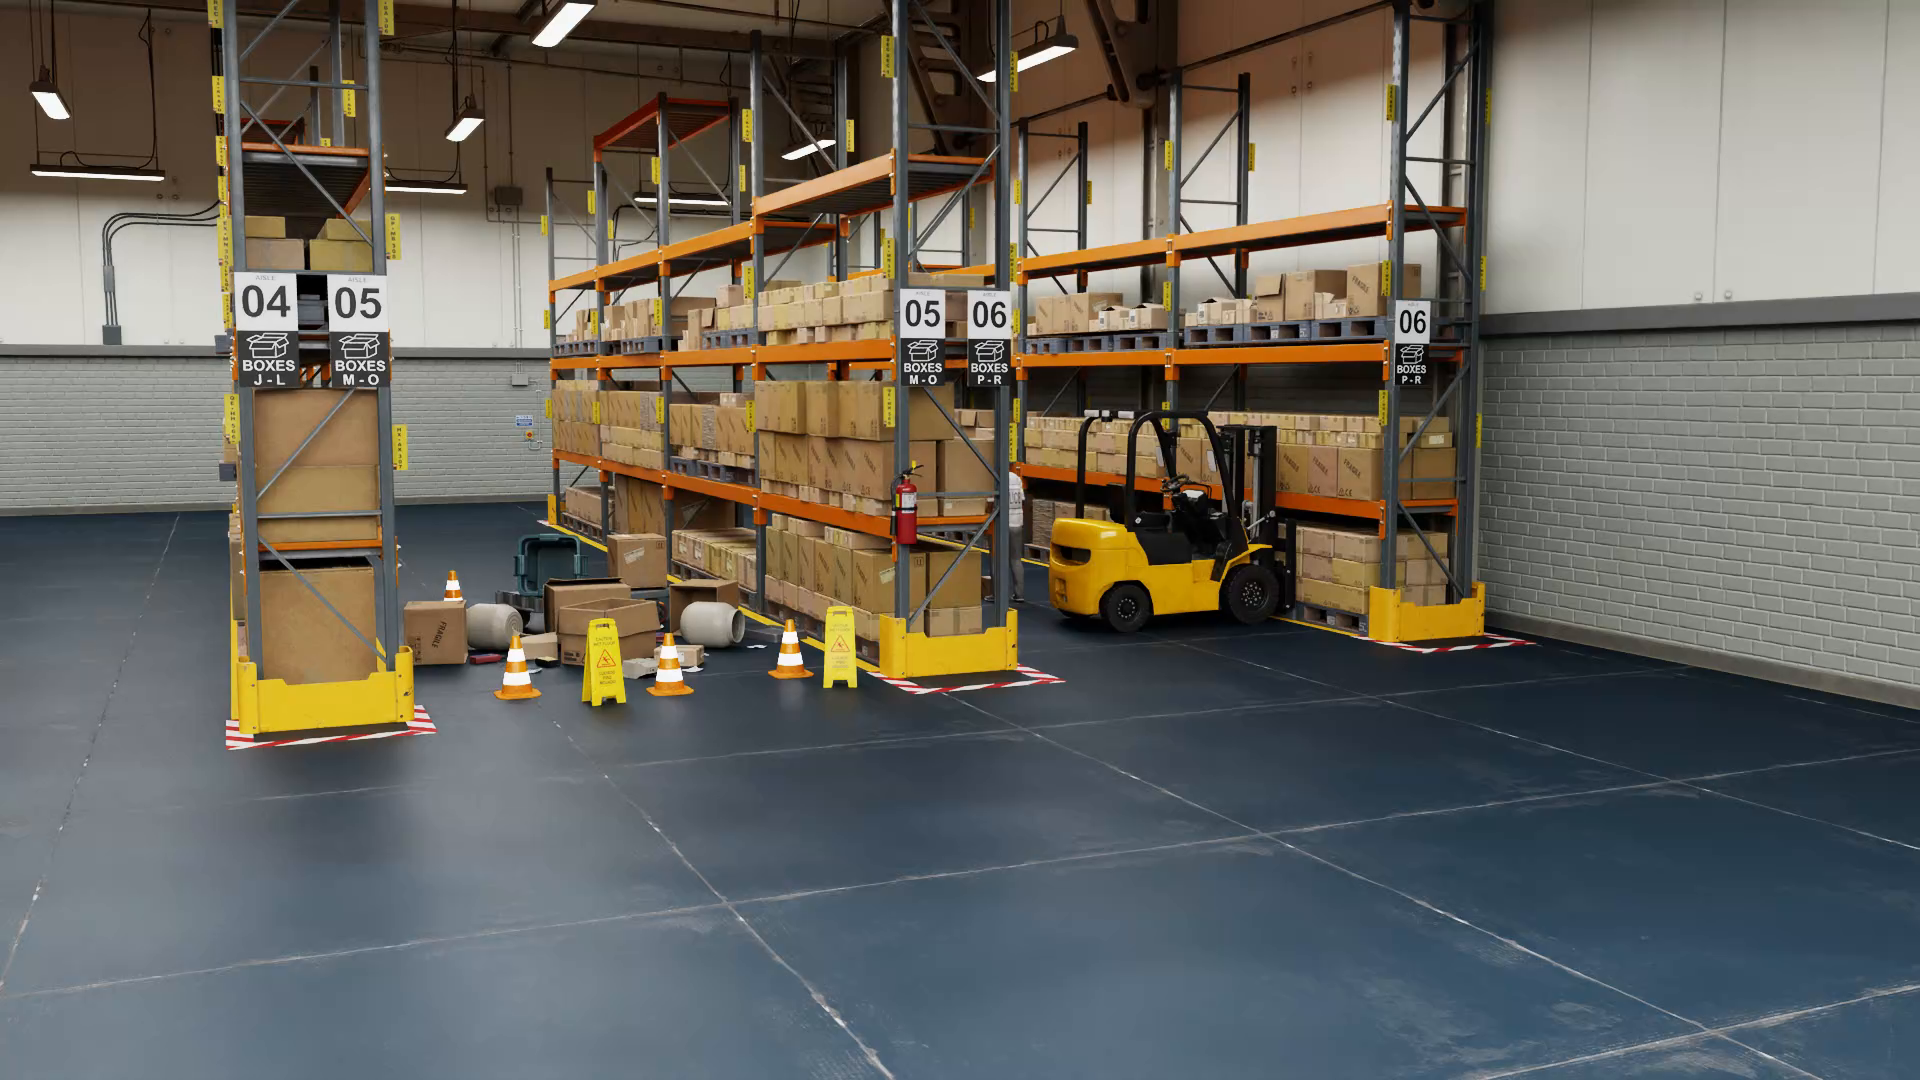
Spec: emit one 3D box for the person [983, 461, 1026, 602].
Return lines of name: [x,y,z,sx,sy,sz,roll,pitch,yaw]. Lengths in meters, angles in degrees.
person: [0.496,-0.138,18.438,0.506,1.660,0.415,-2,6,-23]
